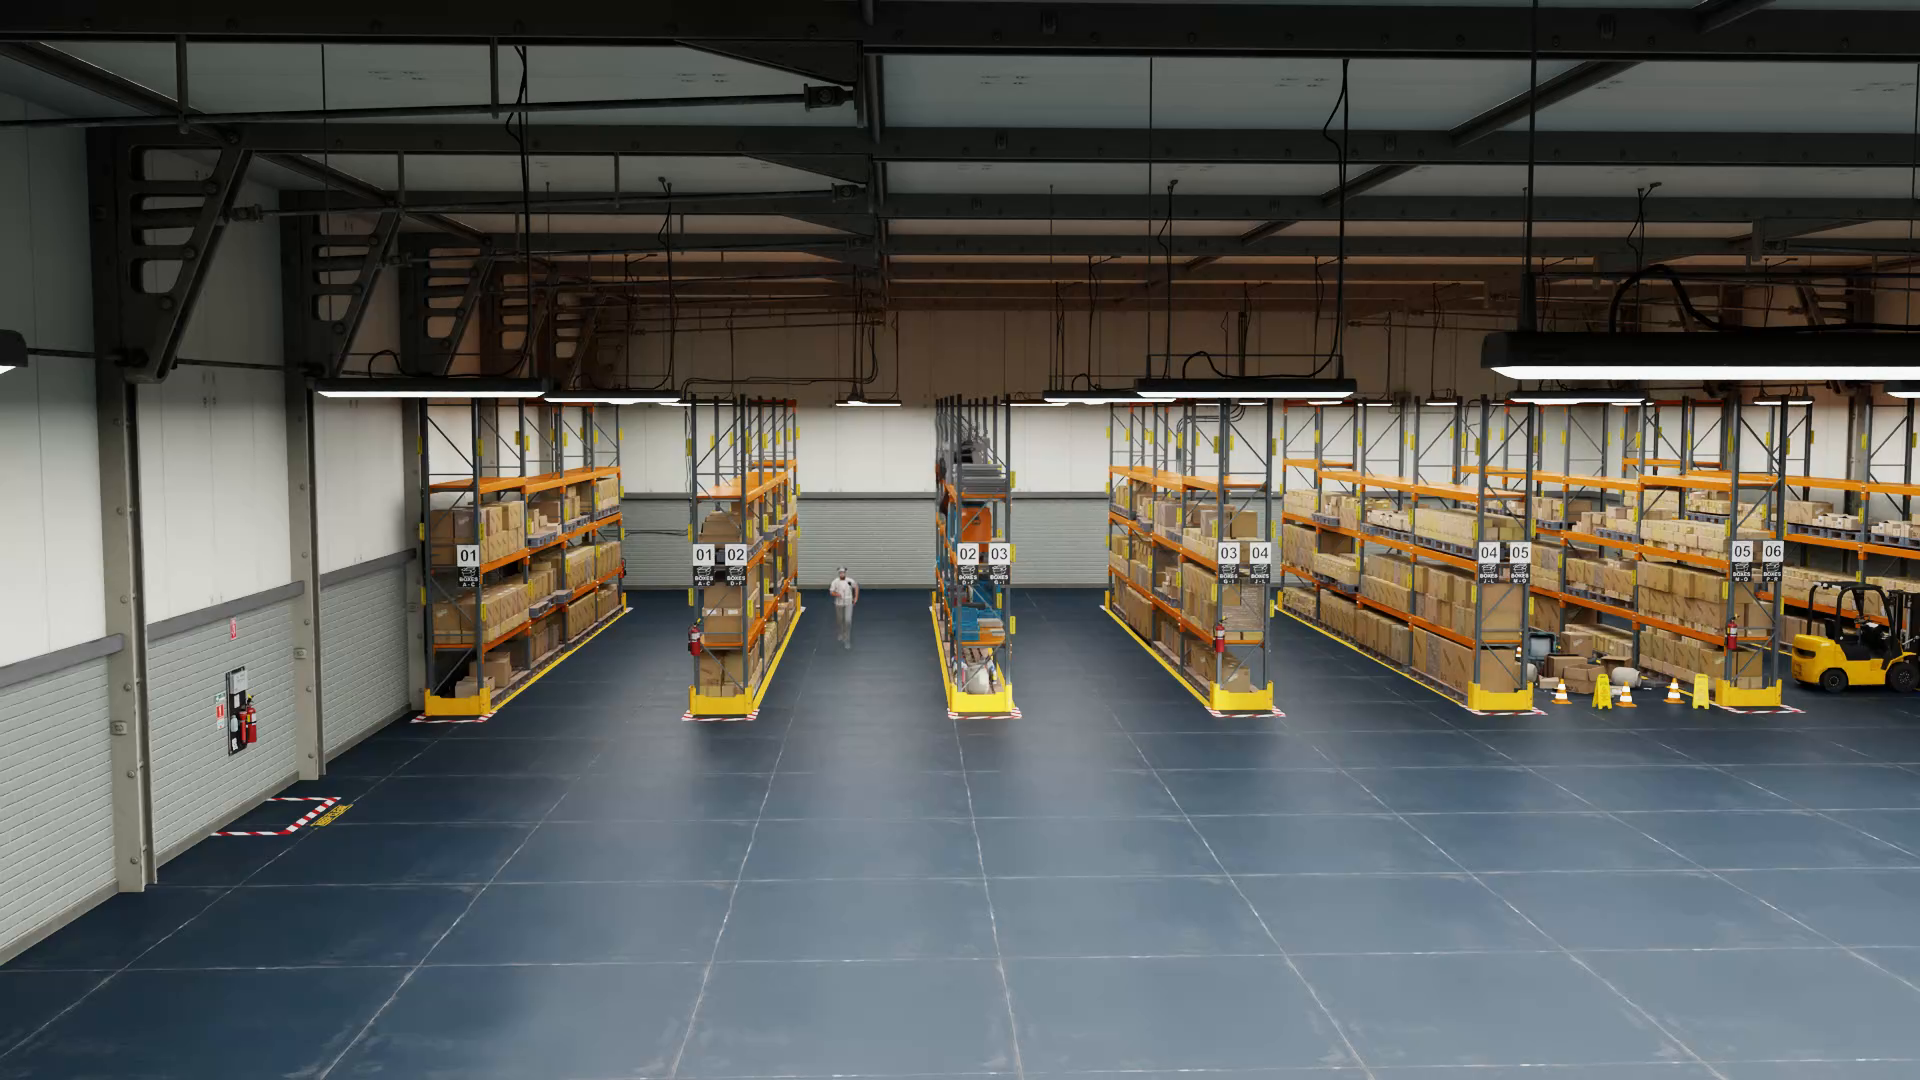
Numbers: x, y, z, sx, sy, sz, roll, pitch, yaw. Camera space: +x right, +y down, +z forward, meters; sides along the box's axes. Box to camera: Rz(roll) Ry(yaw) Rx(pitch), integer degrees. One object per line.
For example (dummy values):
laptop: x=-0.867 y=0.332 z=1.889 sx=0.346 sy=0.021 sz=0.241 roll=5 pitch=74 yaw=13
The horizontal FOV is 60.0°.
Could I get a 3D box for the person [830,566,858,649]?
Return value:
person: x=-2.700 y=1.564 z=38.747 sx=0.670 sy=1.894 sz=0.753 roll=0 pitch=5 yaw=-4
